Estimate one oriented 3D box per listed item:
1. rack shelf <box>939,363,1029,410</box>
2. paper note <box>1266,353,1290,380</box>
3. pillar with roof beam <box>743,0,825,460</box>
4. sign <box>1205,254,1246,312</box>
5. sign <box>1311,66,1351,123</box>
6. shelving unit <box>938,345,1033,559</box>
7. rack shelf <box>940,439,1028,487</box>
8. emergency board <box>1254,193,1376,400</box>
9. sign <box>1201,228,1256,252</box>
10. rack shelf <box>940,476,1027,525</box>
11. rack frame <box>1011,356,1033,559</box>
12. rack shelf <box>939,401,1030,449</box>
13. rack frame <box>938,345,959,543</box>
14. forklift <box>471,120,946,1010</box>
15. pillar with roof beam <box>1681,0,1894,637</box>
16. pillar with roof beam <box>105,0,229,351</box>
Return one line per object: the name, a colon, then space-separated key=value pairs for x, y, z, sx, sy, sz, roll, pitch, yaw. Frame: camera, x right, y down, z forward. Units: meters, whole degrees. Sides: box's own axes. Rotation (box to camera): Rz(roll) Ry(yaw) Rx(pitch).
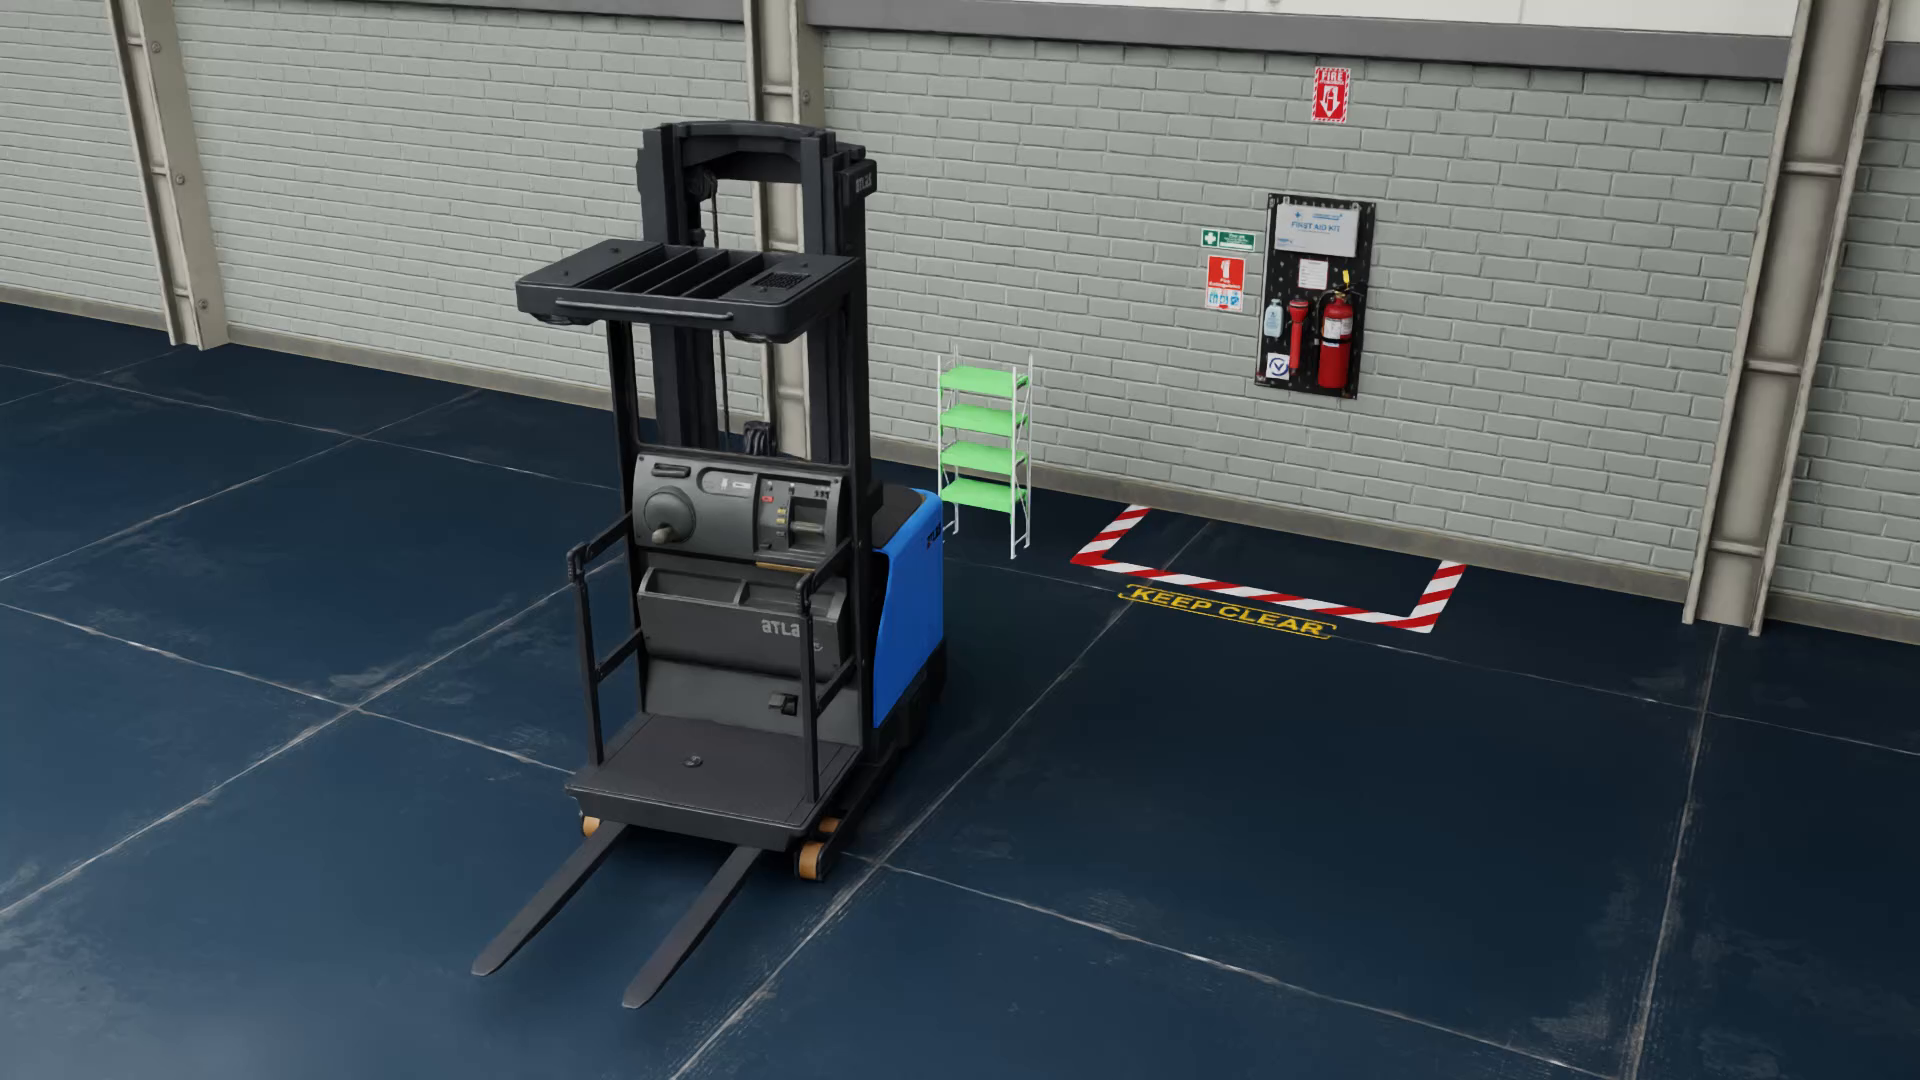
rack shelf: x=0.148 y=-0.906 z=9.784 sx=0.480 sy=0.148 sz=0.258 roll=11 pitch=25 yaw=25
paper note: x=1.914 y=-1.044 z=9.997 sx=0.142 sy=0.148 sz=0.016 roll=11 pitch=25 yaw=25
pillar with roof beam: x=-3.068 y=-3.261 z=6.419 sx=0.400 sy=9.000 sz=9.100 roll=11 pitch=25 yaw=25
sign: x=1.594 y=-1.544 z=10.002 sx=0.234 sy=0.329 sz=0.001 roll=11 pitch=25 yaw=25
sign: x=2.079 y=-2.497 z=9.326 sx=0.199 sy=0.298 sz=0.001 roll=11 pitch=25 yaw=25
shelving unit: x=0.148 y=-0.523 z=9.946 sx=0.503 sy=1.200 sz=0.258 roll=11 pitch=25 yaw=25
rack shelf: x=0.148 y=-0.464 z=9.971 sx=0.480 sy=0.148 sz=0.258 roll=11 pitch=25 yaw=25
emergency board: x=2.041 y=-1.394 z=9.694 sx=0.643 sy=1.169 sz=0.194 roll=11 pitch=25 yaw=25
sign: x=1.594 y=-1.784 z=9.889 sx=0.331 sy=0.109 sz=0.001 roll=11 pitch=25 yaw=25
rack shelf: x=0.148 y=-0.243 z=10.065 sx=0.480 sy=0.148 sz=0.258 roll=11 pitch=25 yaw=25
rack frame: x=0.365 y=-0.480 z=9.845 sx=0.015 sy=1.200 sz=0.240 roll=11 pitch=25 yaw=25
rack shelf: x=0.148 y=-0.685 z=9.878 sx=0.480 sy=0.148 sz=0.258 roll=11 pitch=25 yaw=25
rack frame: x=-0.070 y=-0.566 z=10.048 sx=0.015 sy=1.200 sz=0.240 roll=11 pitch=25 yaw=25
forklift: x=-0.996 y=-0.106 z=6.755 sx=1.130 sy=2.935 sz=3.031 roll=7 pitch=24 yaw=16
pillar with roof beam: x=2.287 y=-2.201 z=3.927 sx=0.400 sy=9.000 sz=9.100 roll=11 pitch=25 yaw=25
pillar with roof beam: x=-8.422 y=-4.320 z=8.910 sx=0.400 sy=9.000 sz=9.100 roll=11 pitch=25 yaw=25
